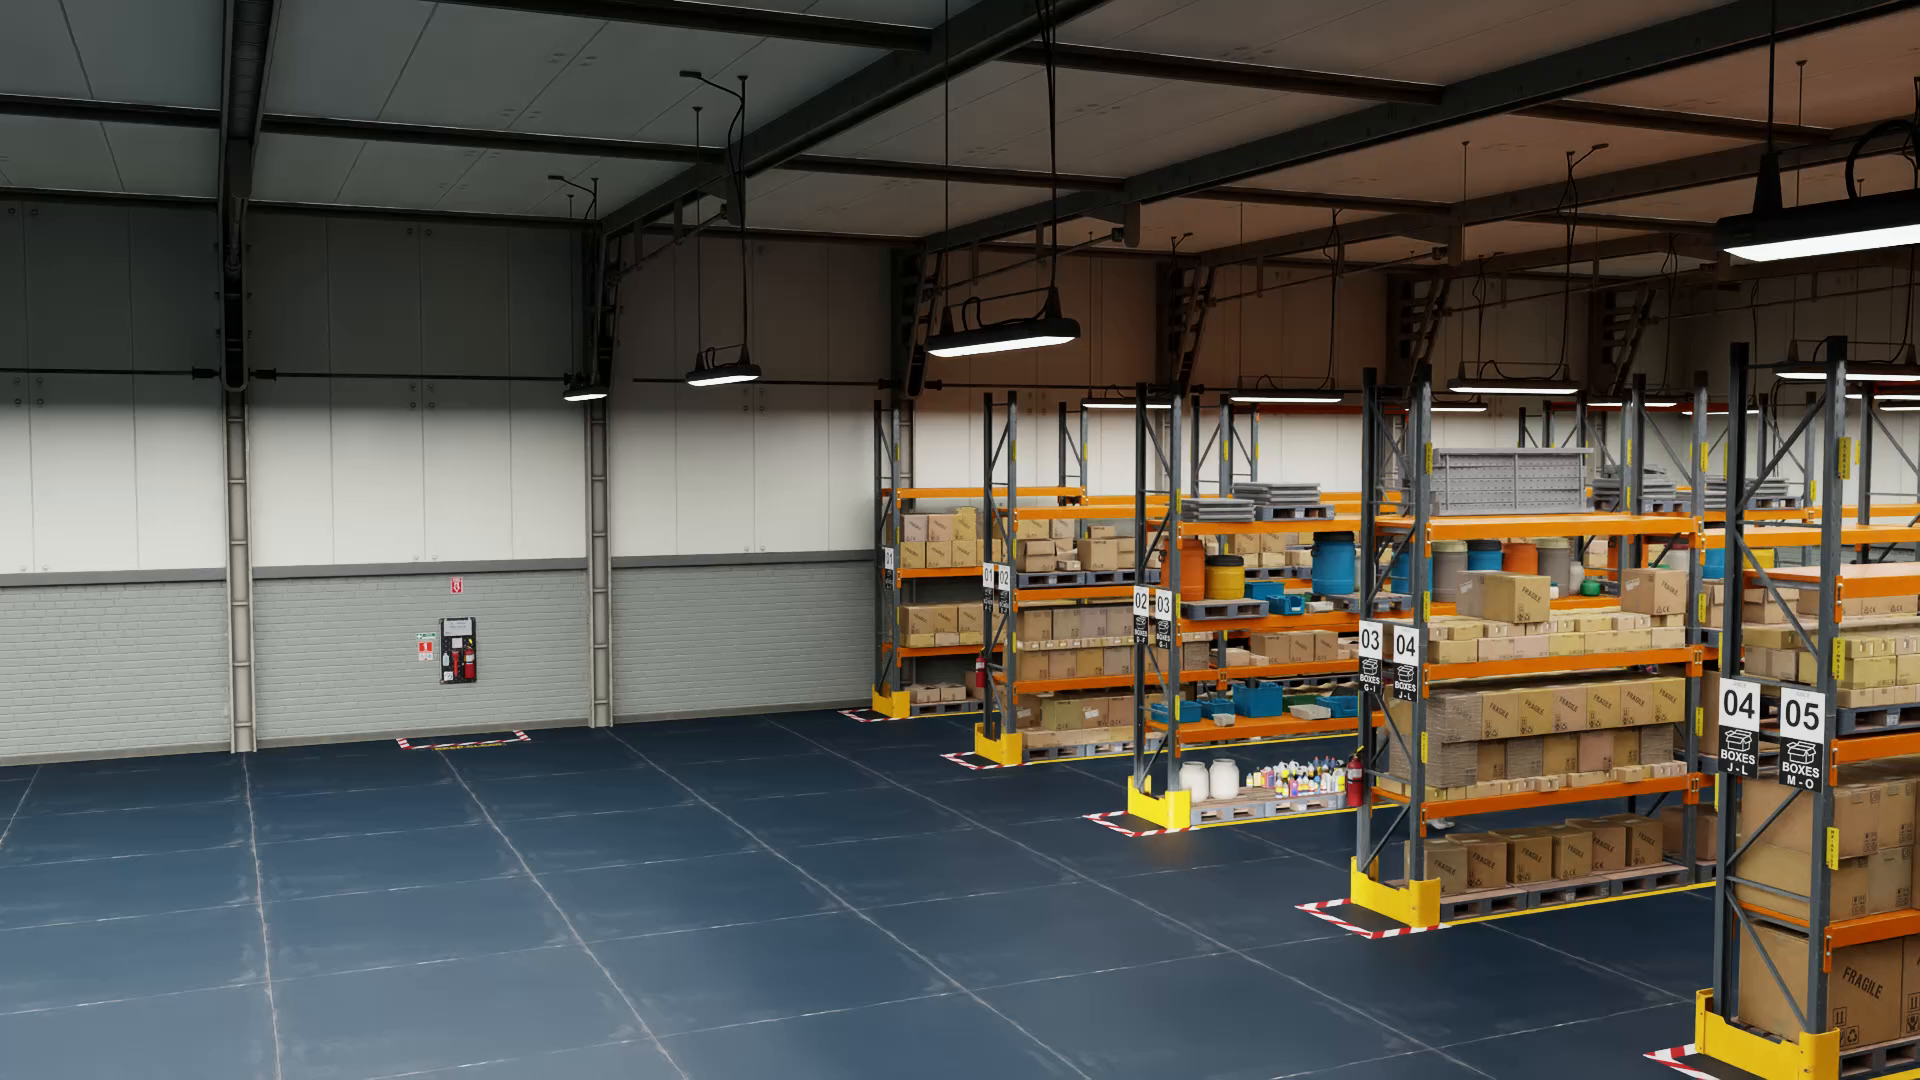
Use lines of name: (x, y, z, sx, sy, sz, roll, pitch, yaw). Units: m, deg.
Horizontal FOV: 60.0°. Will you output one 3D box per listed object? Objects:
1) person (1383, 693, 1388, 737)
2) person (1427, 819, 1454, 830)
person: (6.636, 2.528, 25.827, 0.492, 0.988, 0.494, -2, 4, -27)
person: (6.414, 2.988, 22.194, 0.551, 1.785, 0.525, -1, 4, -20)
